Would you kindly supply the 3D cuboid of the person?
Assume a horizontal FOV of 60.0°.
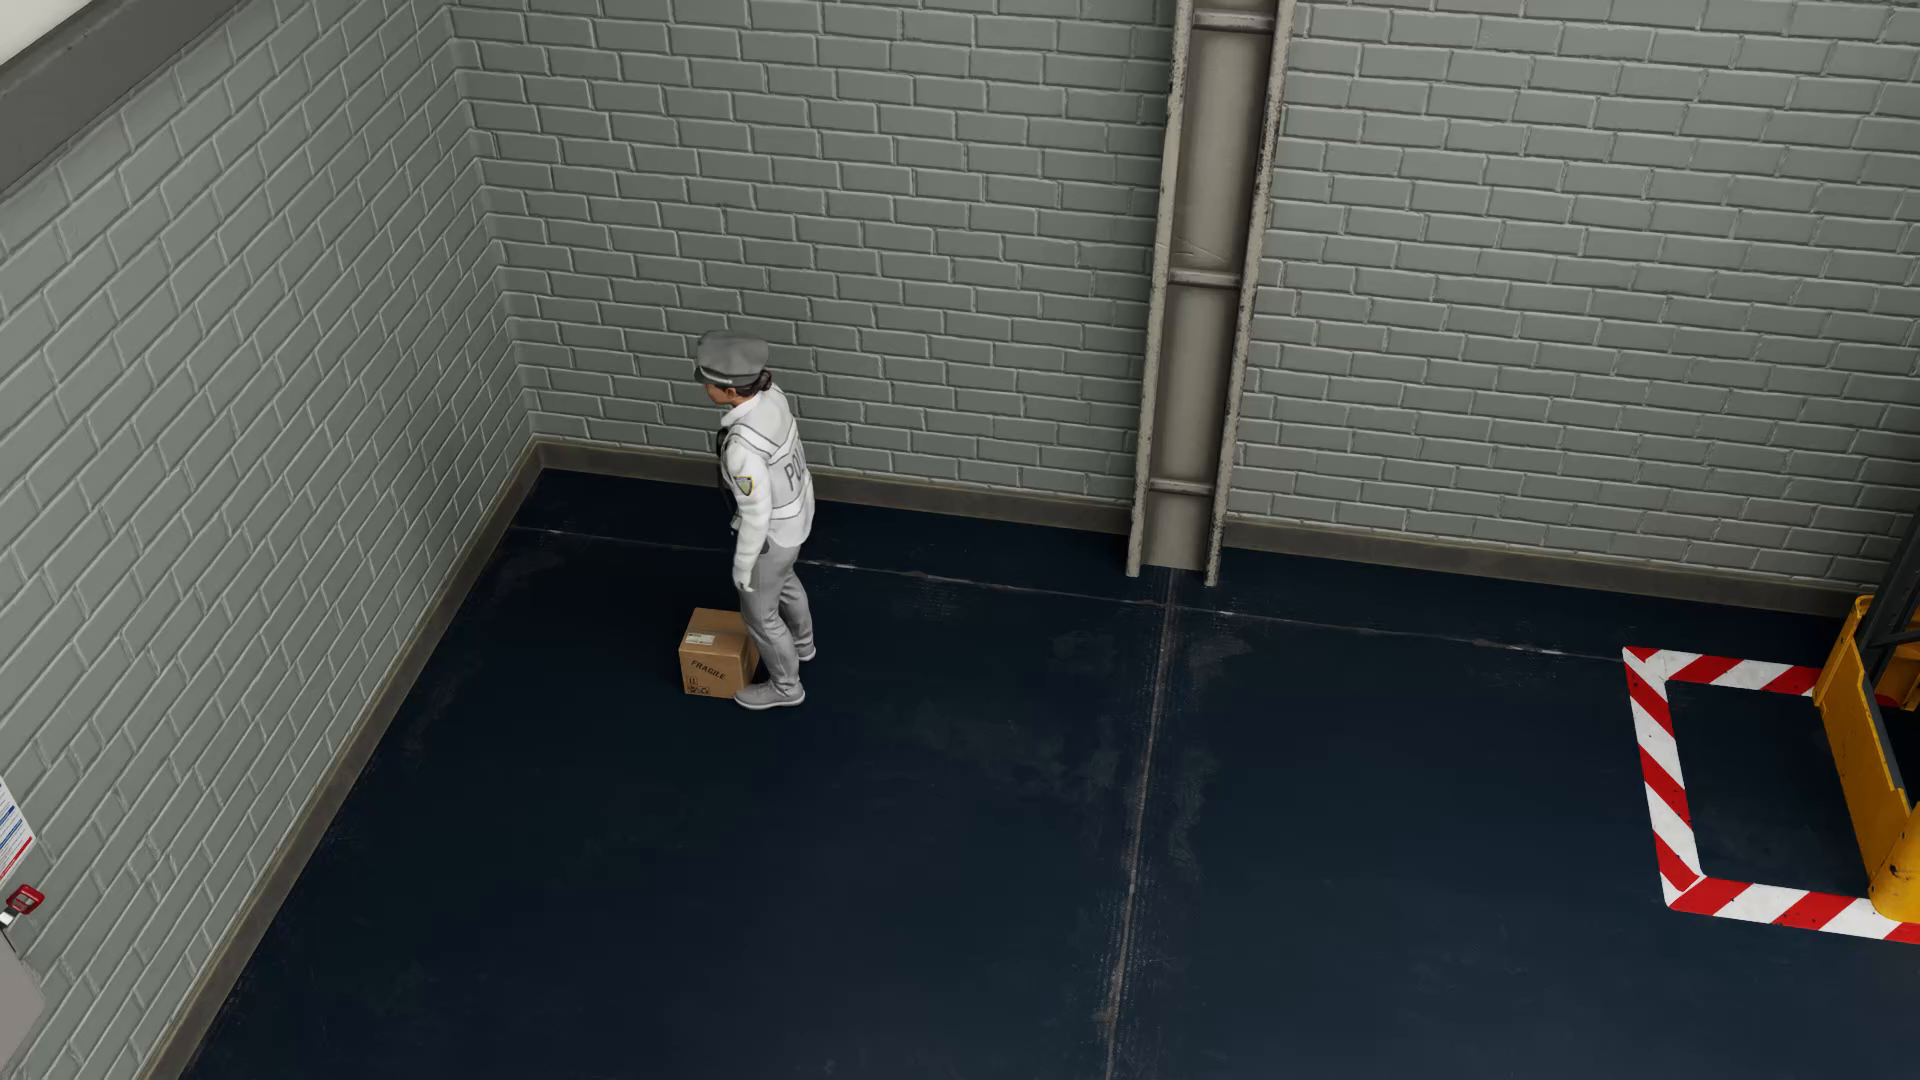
[{"bbox_3d":[-0.732,-0.050,6.210,0.369,1.667,0.547,5,41,5],"label":"person"}]
